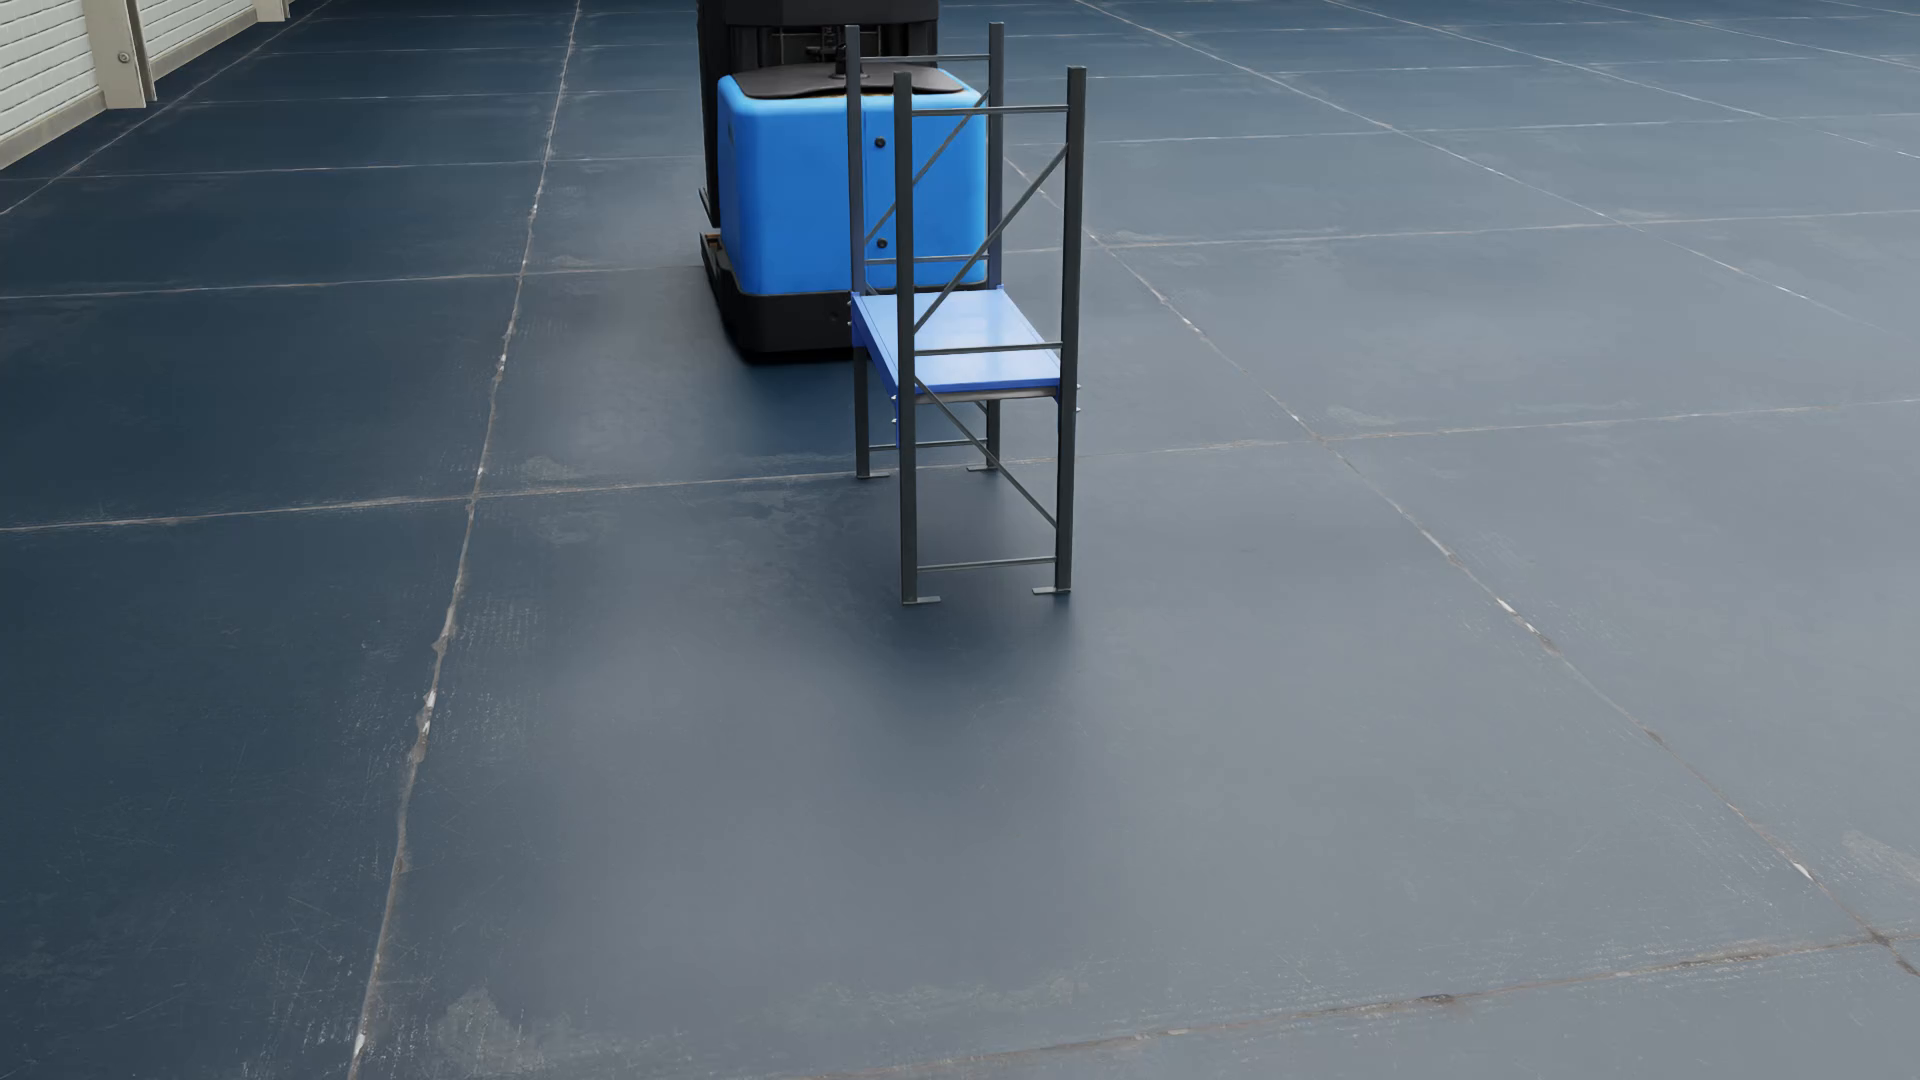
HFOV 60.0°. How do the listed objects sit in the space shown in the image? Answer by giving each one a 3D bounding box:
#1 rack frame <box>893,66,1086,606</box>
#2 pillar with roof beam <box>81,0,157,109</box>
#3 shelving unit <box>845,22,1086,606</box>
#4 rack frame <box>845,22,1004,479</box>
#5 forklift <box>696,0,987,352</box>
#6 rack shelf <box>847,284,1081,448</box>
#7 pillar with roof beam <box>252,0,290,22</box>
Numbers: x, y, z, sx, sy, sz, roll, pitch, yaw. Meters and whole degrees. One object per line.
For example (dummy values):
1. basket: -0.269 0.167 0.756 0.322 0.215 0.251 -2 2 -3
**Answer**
1. rack frame: 0.078 -0.521 4.569 0.500 1.500 0.032 -4 24 -10
2. pillar with roof beam: -2.318 -7.880 12.049 9.100 9.000 0.400 -4 24 -10
3. shelving unit: -0.016 -0.721 5.027 0.538 1.500 1.048 -4 24 -10
4. rack frame: -0.110 -0.921 5.484 0.500 1.500 0.032 -4 24 -10
5. forklift: -0.699 -2.677 7.718 1.130 2.935 3.031 -5 24 -11
6. rack shelf: -0.016 -0.556 5.099 0.538 0.185 1.000 -4 24 -10
7. pillar with roof beam: -3.428 -10.240 17.453 9.100 9.000 0.400 -4 24 -10
